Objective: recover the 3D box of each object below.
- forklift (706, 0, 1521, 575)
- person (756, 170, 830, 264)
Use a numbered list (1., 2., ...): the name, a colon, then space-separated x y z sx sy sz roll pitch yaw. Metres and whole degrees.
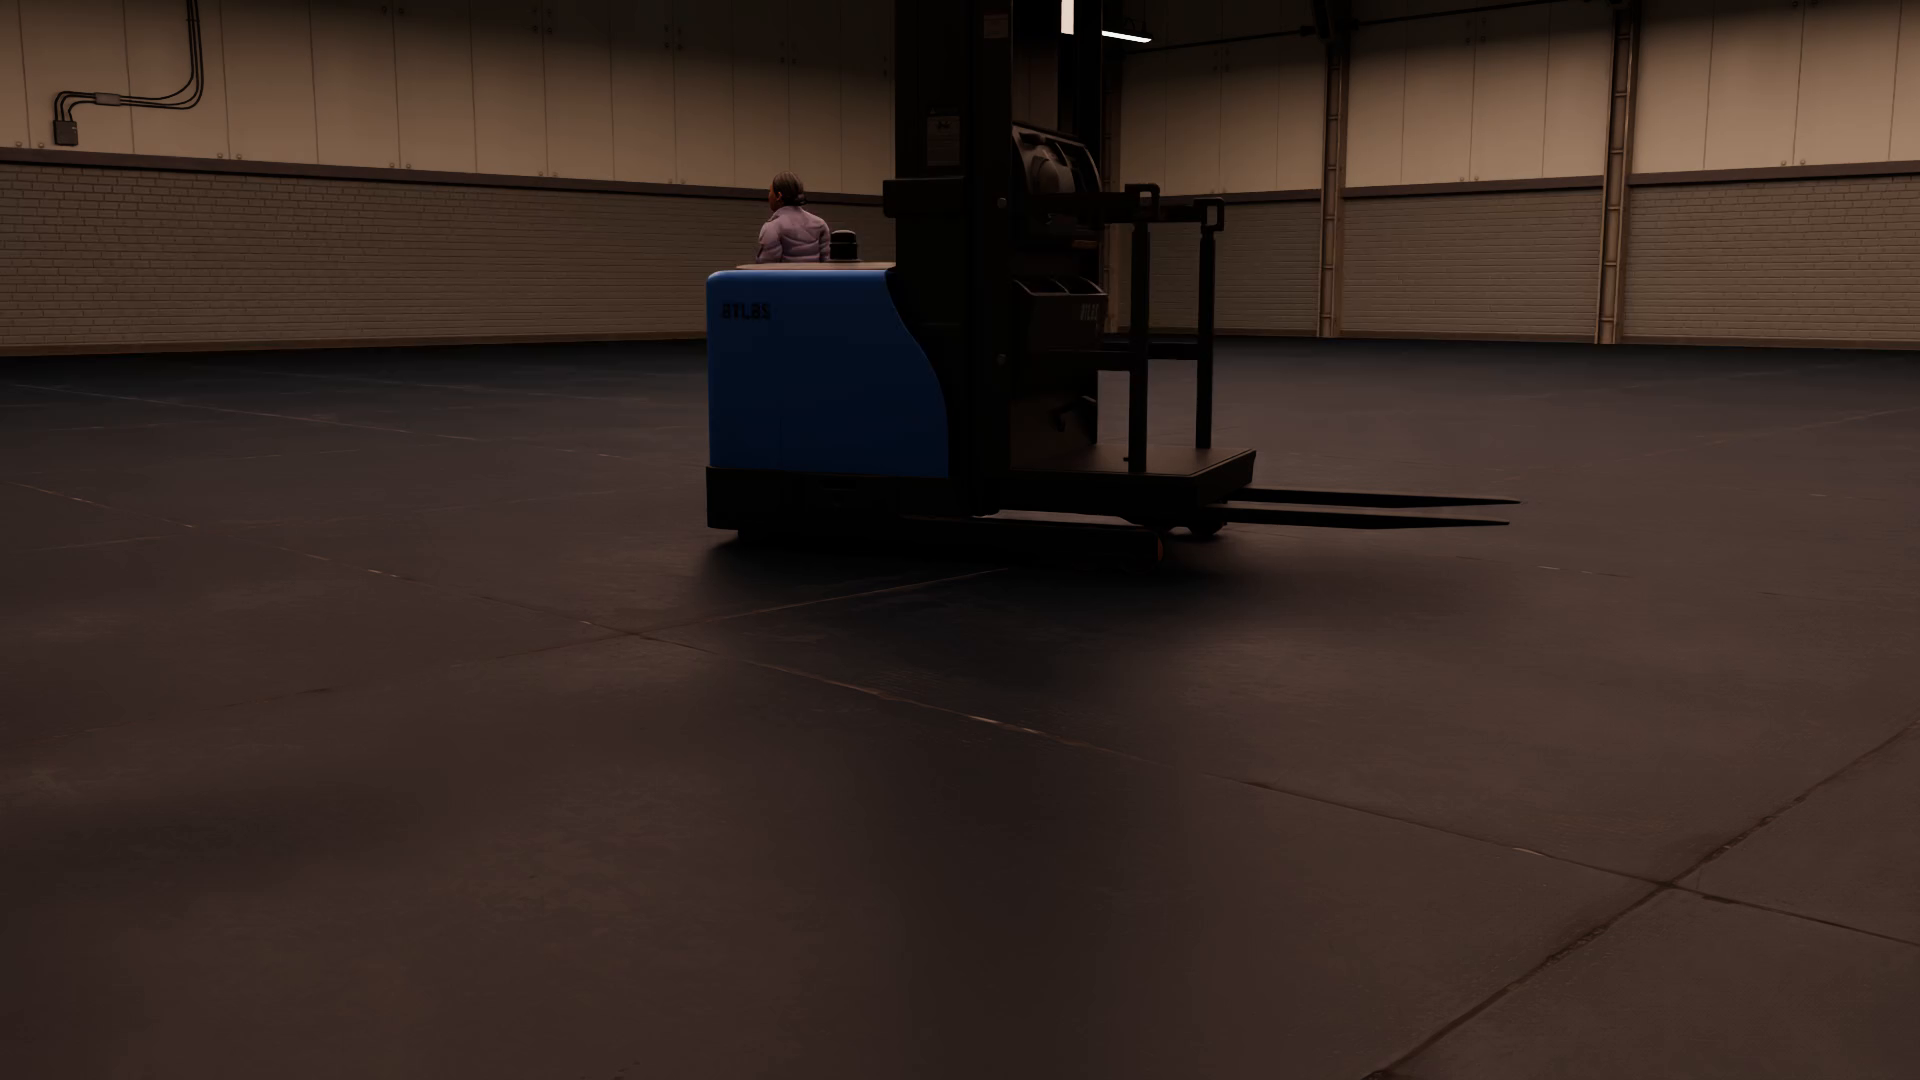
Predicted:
1. forklift: 0.565 -1.416 6.275 3.031 2.935 1.130 3 9 22
2. person: -1.021 -1.262 9.517 0.502 1.651 0.598 8 12 44
